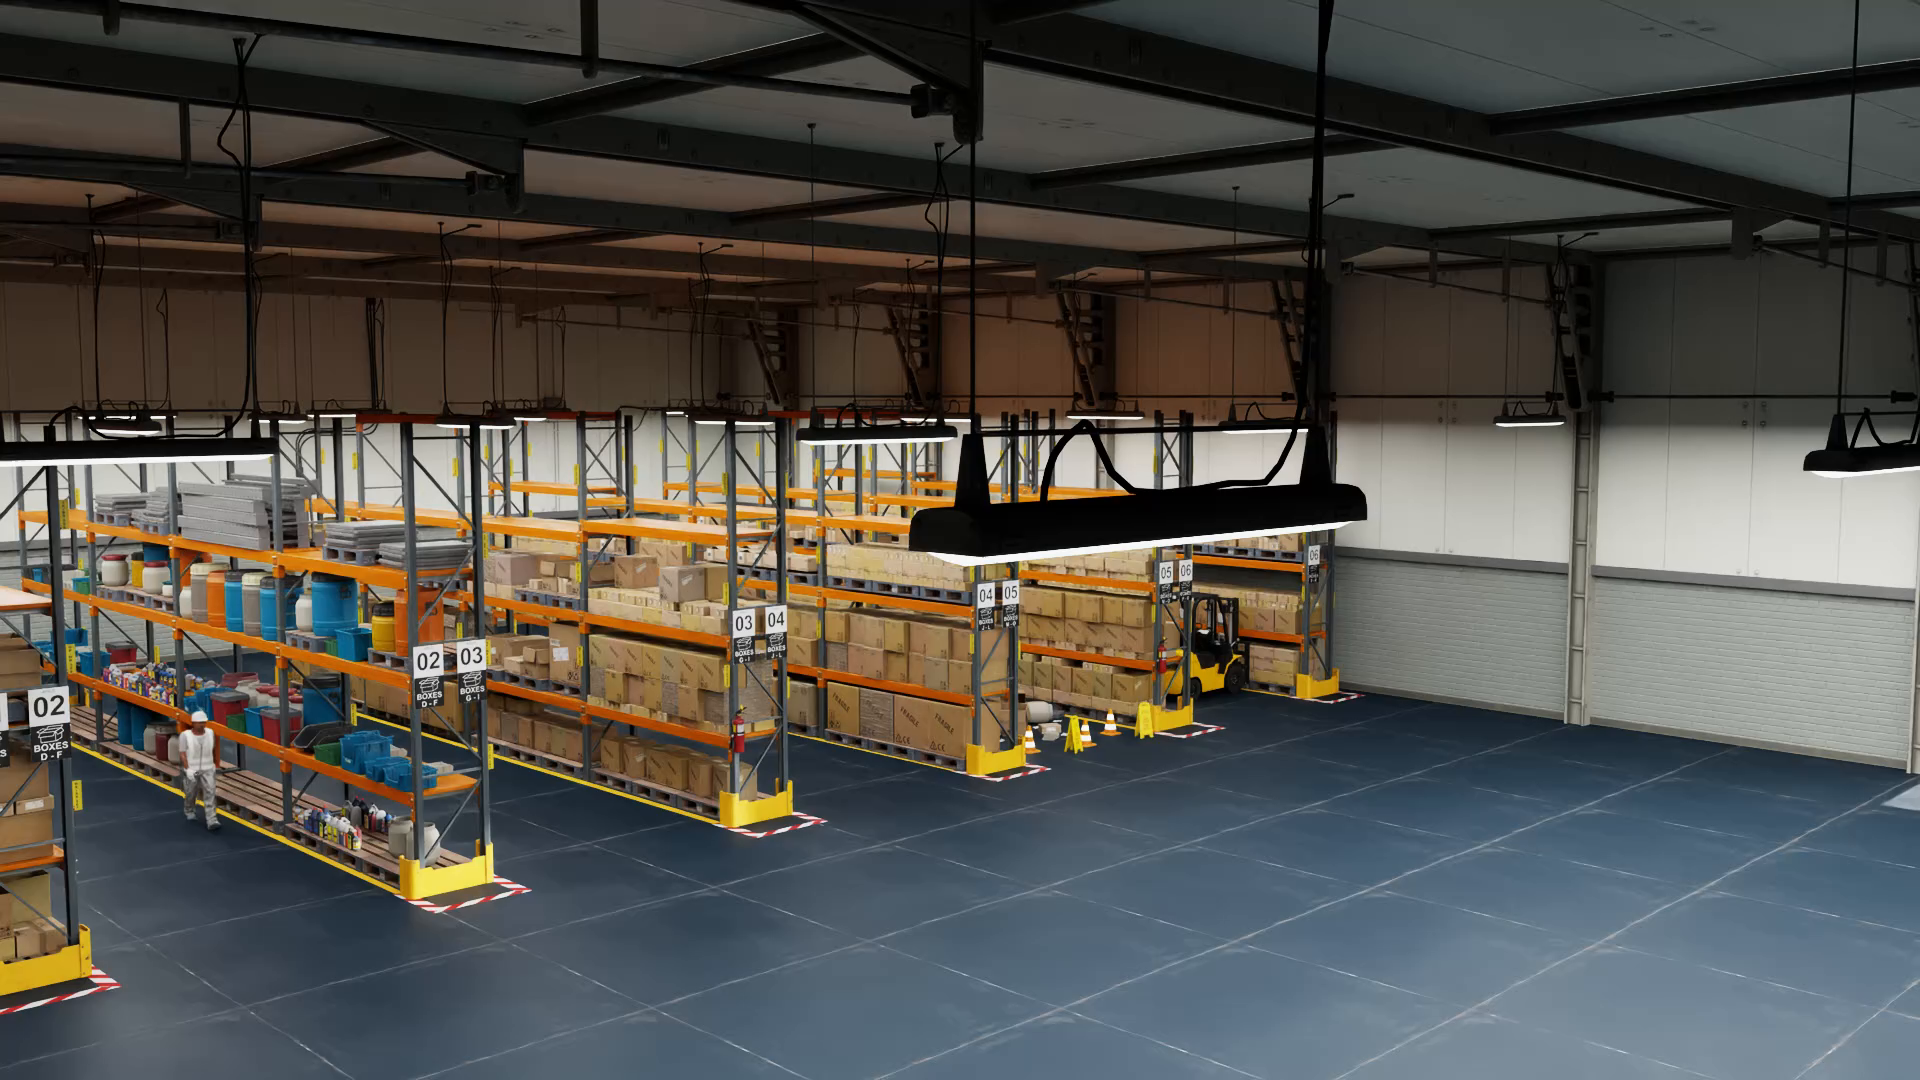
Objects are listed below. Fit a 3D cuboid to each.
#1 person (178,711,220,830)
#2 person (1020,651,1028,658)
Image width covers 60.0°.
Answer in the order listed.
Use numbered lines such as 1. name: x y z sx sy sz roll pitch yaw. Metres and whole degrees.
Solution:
1. person: -11.130 3.360 24.365 0.547 1.702 1.140 -4 6 -36
2. person: 1.629 2.126 38.009 0.534 1.761 0.569 3 6 29
